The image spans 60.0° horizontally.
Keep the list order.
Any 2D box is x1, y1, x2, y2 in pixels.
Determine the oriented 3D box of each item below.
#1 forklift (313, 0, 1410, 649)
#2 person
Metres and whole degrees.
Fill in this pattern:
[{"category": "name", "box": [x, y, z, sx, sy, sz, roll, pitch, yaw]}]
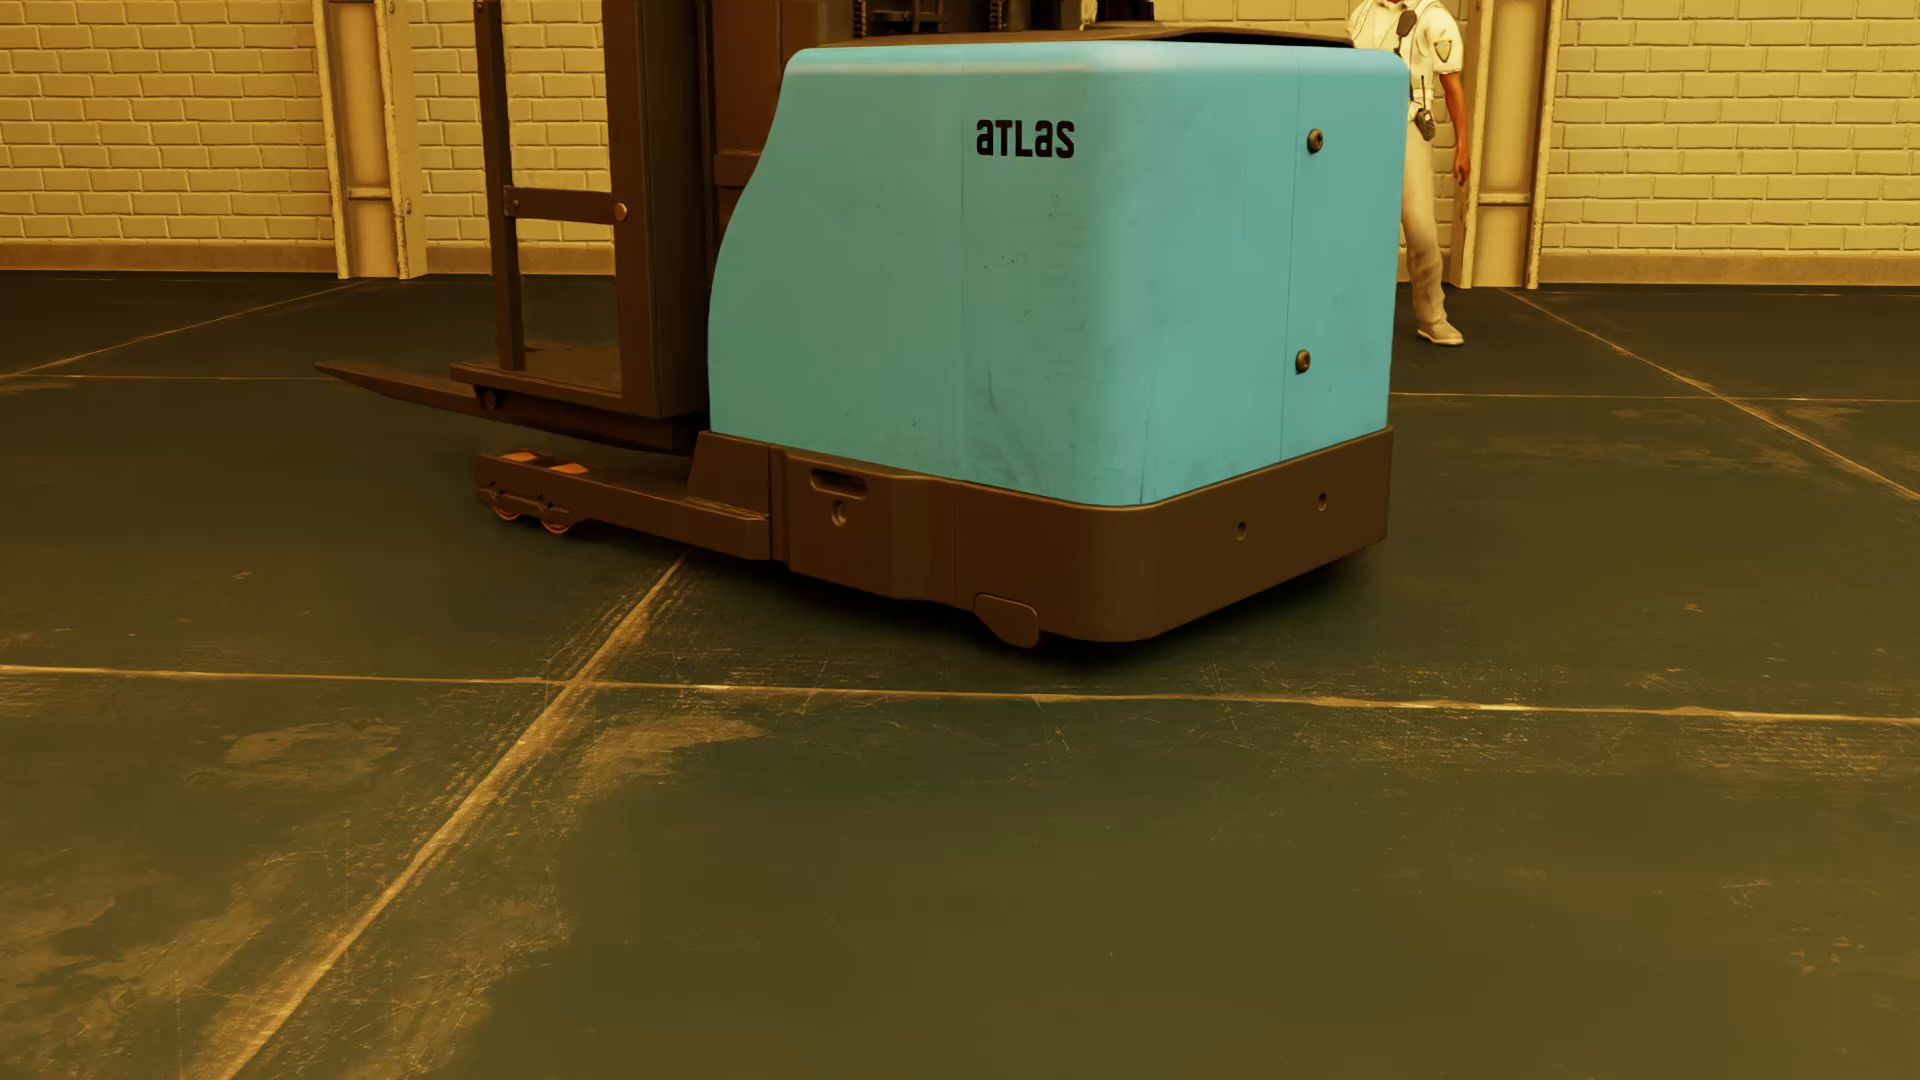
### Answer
[{"category": "forklift", "box": [-0.527, -1.518, 3.812, 3.031, 2.935, 1.130, 13, 20, 39]}, {"category": "person", "box": [1.768, -1.615, 6.787, 0.444, 1.641, 0.813, -15, 21, -43]}]
